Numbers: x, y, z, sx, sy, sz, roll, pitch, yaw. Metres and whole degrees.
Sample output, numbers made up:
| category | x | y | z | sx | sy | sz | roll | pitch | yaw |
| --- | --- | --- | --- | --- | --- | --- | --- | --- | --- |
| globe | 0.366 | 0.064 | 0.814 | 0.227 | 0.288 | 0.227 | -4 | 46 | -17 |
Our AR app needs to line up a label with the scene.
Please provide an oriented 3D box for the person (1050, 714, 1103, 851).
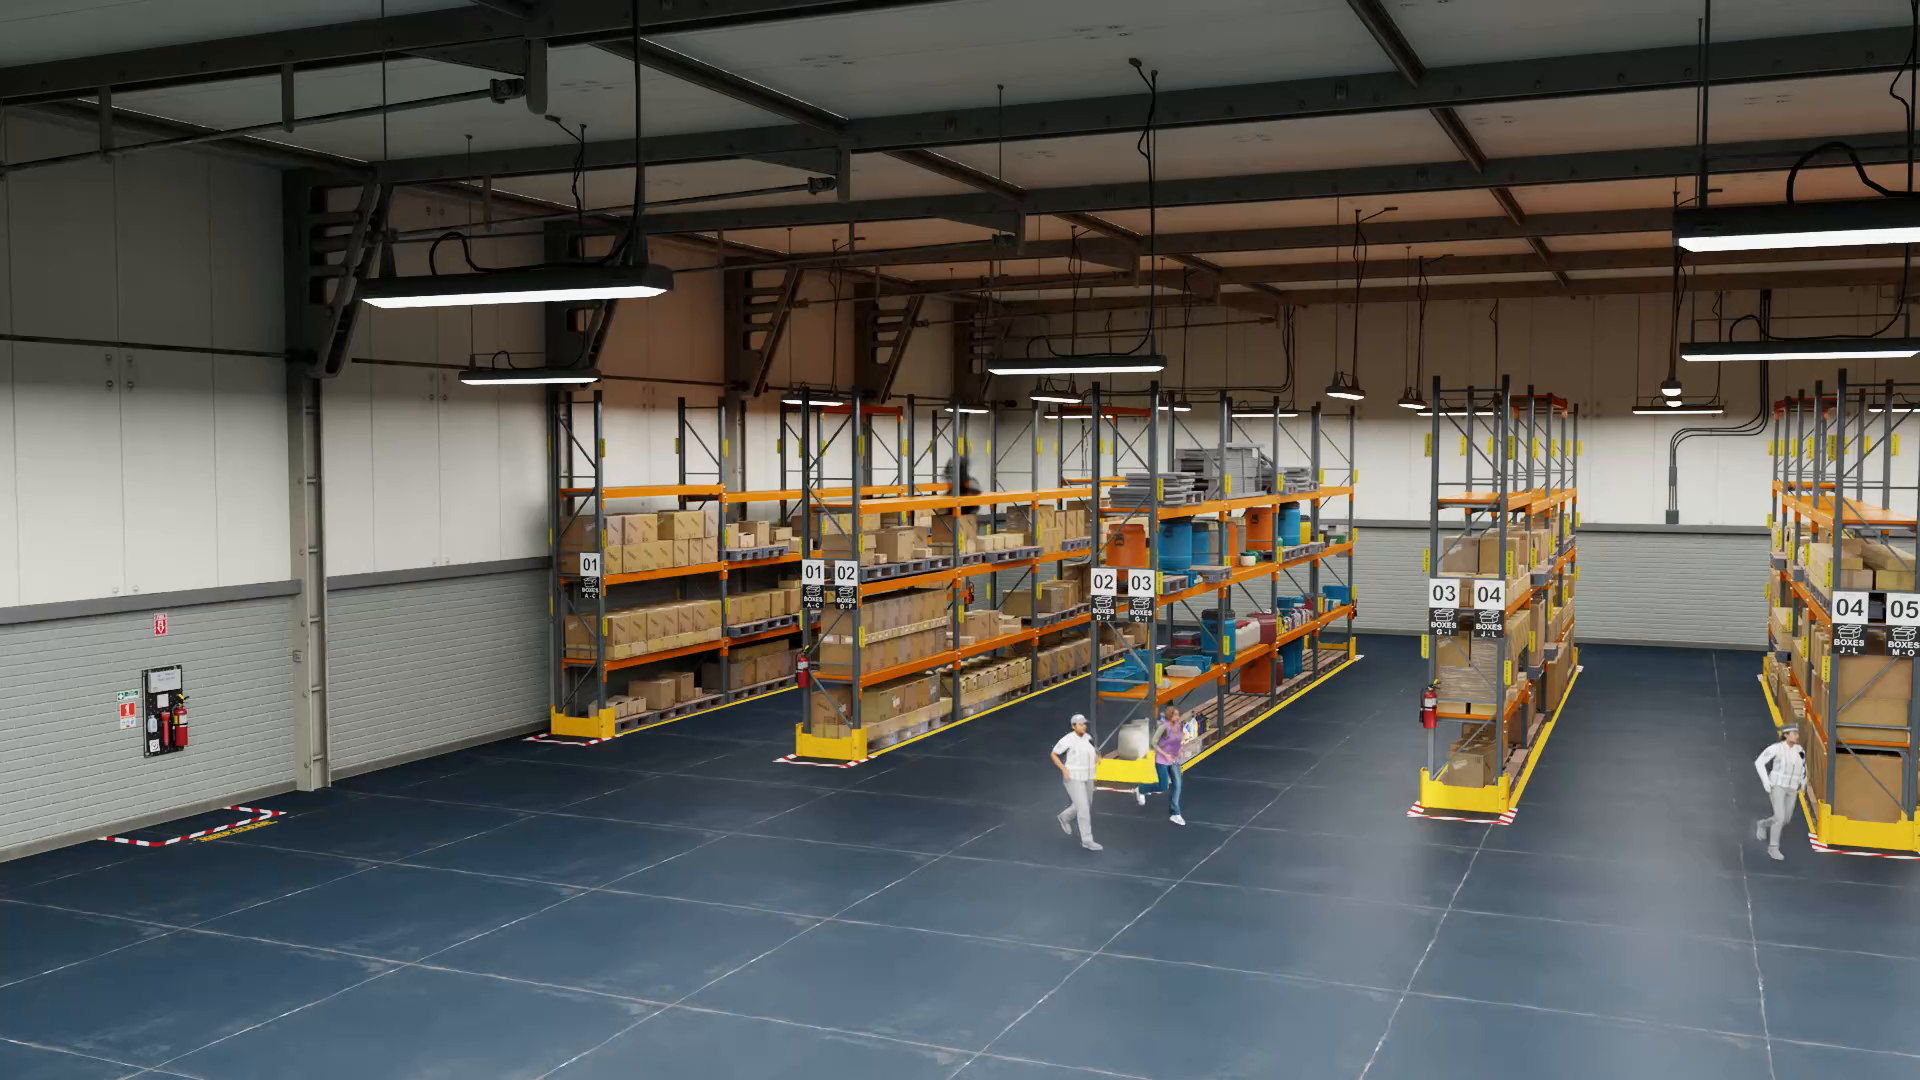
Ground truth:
| category | x | y | z | sx | sy | sz | roll | pitch | yaw |
| --- | --- | --- | --- | --- | --- | --- | --- | --- | --- |
| person | 1.488 | 3.008 | 20.924 | 0.615 | 1.644 | 0.918 | -3 | 4 | -40 |

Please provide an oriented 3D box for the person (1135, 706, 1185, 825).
| category | x | y | z | sx | sy | sz | roll | pitch | yaw |
| --- | --- | --- | --- | --- | --- | --- | --- | --- | --- |
| person | 2.750 | 2.992 | 22.404 | 0.558 | 1.569 | 0.874 | -3 | 4 | -43 |

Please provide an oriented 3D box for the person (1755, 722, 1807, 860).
| category | x | y | z | sx | sy | sz | roll | pitch | yaw |
| --- | --- | --- | --- | --- | --- | --- | --- | --- | --- |
| person | 10.157 | 3.064 | 20.548 | 0.658 | 1.658 | 0.693 | 0 | 3 | -6 |
